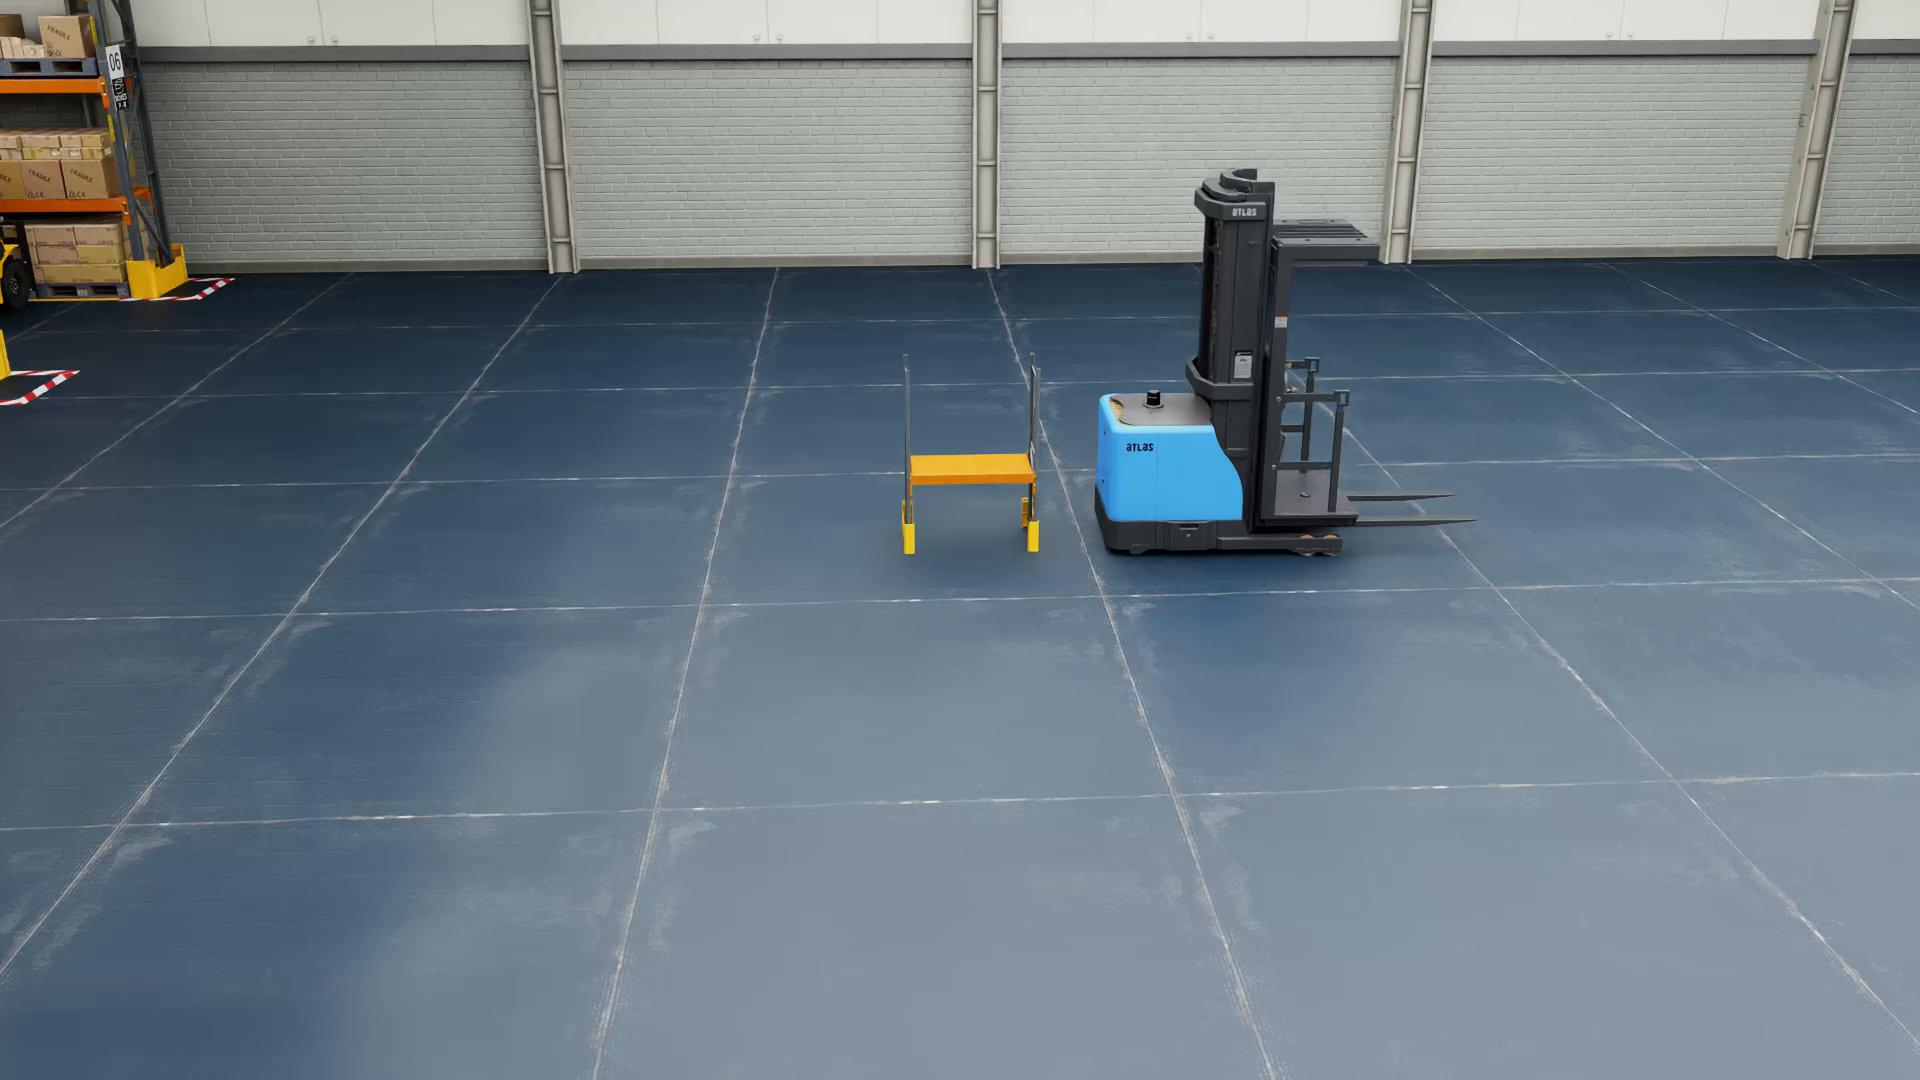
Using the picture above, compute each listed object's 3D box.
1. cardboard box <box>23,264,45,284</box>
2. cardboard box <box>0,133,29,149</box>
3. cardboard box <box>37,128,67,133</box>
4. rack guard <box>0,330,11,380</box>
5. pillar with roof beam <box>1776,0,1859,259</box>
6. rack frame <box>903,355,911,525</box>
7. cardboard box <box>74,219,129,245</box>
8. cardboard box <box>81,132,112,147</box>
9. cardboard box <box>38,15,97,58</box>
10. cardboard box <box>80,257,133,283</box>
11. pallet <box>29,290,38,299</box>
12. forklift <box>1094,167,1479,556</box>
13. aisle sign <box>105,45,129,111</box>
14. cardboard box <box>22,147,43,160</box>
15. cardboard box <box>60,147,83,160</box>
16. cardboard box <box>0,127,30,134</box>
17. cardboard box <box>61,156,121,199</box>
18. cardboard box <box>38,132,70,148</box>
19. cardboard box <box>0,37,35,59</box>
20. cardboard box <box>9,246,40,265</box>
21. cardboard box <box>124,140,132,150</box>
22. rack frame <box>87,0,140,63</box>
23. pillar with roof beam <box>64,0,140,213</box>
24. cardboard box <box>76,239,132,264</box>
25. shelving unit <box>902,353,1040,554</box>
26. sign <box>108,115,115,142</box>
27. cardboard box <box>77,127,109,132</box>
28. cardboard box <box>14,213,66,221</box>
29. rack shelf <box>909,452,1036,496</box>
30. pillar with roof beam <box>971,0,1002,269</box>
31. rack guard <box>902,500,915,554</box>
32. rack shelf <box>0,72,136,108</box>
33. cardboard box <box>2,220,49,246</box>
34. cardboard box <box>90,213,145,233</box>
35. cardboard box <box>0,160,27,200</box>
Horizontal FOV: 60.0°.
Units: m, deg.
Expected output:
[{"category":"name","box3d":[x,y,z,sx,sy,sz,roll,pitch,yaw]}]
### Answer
[{"category":"cardboard box","box3d":[-12.314,-3.578,22.078,0.500,0.250,0.500,-1,21,-2]},{"category":"cardboard box","box3d":[-12.223,-5.155,21.475,0.250,0.149,0.380,-1,21,-2]},{"category":"cardboard box","box3d":[-11.988,-5.357,22.006,0.250,0.149,0.380,-1,21,-3]},{"category":"rack guard","box3d":[-10.655,-1.870,17.829,0.348,0.500,1.175,-1,21,-3]},{"category":"pillar with roof beam","box3d":[12.594,-6.871,19.020,0.400,9.000,9.100,-1,21,-3]},{"category":"rack frame","box3d":[-0.422,-0.692,13.332,0.032,1.500,0.500,-1,21,-3]},{"category":"cardboard box","box3d":[-11.308,-4.061,21.941,0.500,0.250,0.500,0,21,-1]},{"category":"cardboard box","box3d":[-11.212,-5.209,21.618,0.250,0.149,0.380,-1,21,-3]},{"category":"cardboard box","box3d":[-11.294,-6.399,21.125,0.500,0.500,0.500,0,21,-1]},{"category":"cardboard box","box3d":[-11.317,-3.592,22.114,0.500,0.250,0.500,-1,21,-3]},{"category":"pallet","box3d":[-12.843,-3.445,22.374,1.213,0.211,1.003,-1,21,-3]},{"category":"forklift","box3d":[2.667,-1.428,13.254,3.031,2.935,1.130,-1,21,-2]},{"category":"aisle sign","box3d":[-10.784,-5.915,21.287,0.004,0.787,0.394,-1,21,-3]},{"category":"cardboard box","box3d":[-11.961,-5.046,21.606,0.250,0.149,0.380,-1,21,-3]},{"category":"cardboard box","box3d":[-11.450,-5.030,21.565,0.250,0.149,0.380,-1,21,-2]},{"category":"cardboard box","box3d":[-12.517,-5.373,22.047,0.250,0.149,0.380,-2,21,-4]},{"category":"cardboard box","box3d":[-11.343,-4.746,21.731,0.500,0.500,0.500,-2,21,-4]},{"category":"cardboard box","box3d":[-11.716,-5.178,21.537,0.250,0.149,0.380,-1,21,-2]},{"category":"cardboard box","box3d":[-11.929,-6.255,21.076,0.258,0.266,0.396,-1,21,-3]},{"category":"cardboard box","box3d":[-12.350,-3.802,21.964,0.500,0.250,0.500,-2,21,-4]},{"category":"cardboard box","box3d":[-11.220,-5.238,22.110,0.250,0.149,0.380,-2,21,-4]},{"category":"rack frame","box3d":[-10.866,-7.606,20.952,0.127,3.000,1.000,-1,21,-3]},{"category":"pillar with roof beam","box3d":[-11.367,-6.383,17.739,0.400,9.000,9.100,-1,21,-3]},{"category":"cardboard box","box3d":[-11.334,-3.827,22.028,0.500,0.250,0.500,-1,21,-4]},{"category":"shelving unit","box3d":[0.076,-0.702,13.358,1.083,1.500,0.587,-1,21,-3]},{"category":"sign","box3d":[-10.849,-5.261,21.265,0.005,0.325,0.100,-1,21,-3]},{"category":"cardboard box","box3d":[-11.483,-5.377,22.059,0.250,0.149,0.380,0,21,-1]},{"category":"cardboard box","box3d":[-12.356,-4.221,22.361,0.500,0.250,0.500,-1,21,-3]},{"category":"rack shelf","box3d":[0.085,-0.535,13.423,1.000,0.185,0.538,-1,21,-3]},{"category":"pillar with roof beam","box3d":[0.613,-6.627,18.380,0.400,9.000,9.100,-1,21,-3]},{"category":"rack guard","box3d":[-0.421,-0.108,13.554,0.087,0.250,0.587,-1,21,-3]},{"category":"rack shelf","box3d":[-12.863,-5.828,21.507,4.000,0.370,1.077,-1,21,-3]},{"category":"cardboard box","box3d":[-12.321,-4.035,21.872,0.500,0.250,0.500,-1,21,-2]},{"category":"cardboard box","box3d":[-11.357,-4.239,22.407,0.500,0.250,0.500,-1,21,-4]},{"category":"cardboard box","box3d":[-12.373,-4.728,21.684,0.500,0.500,0.500,-2,21,-4]}]
